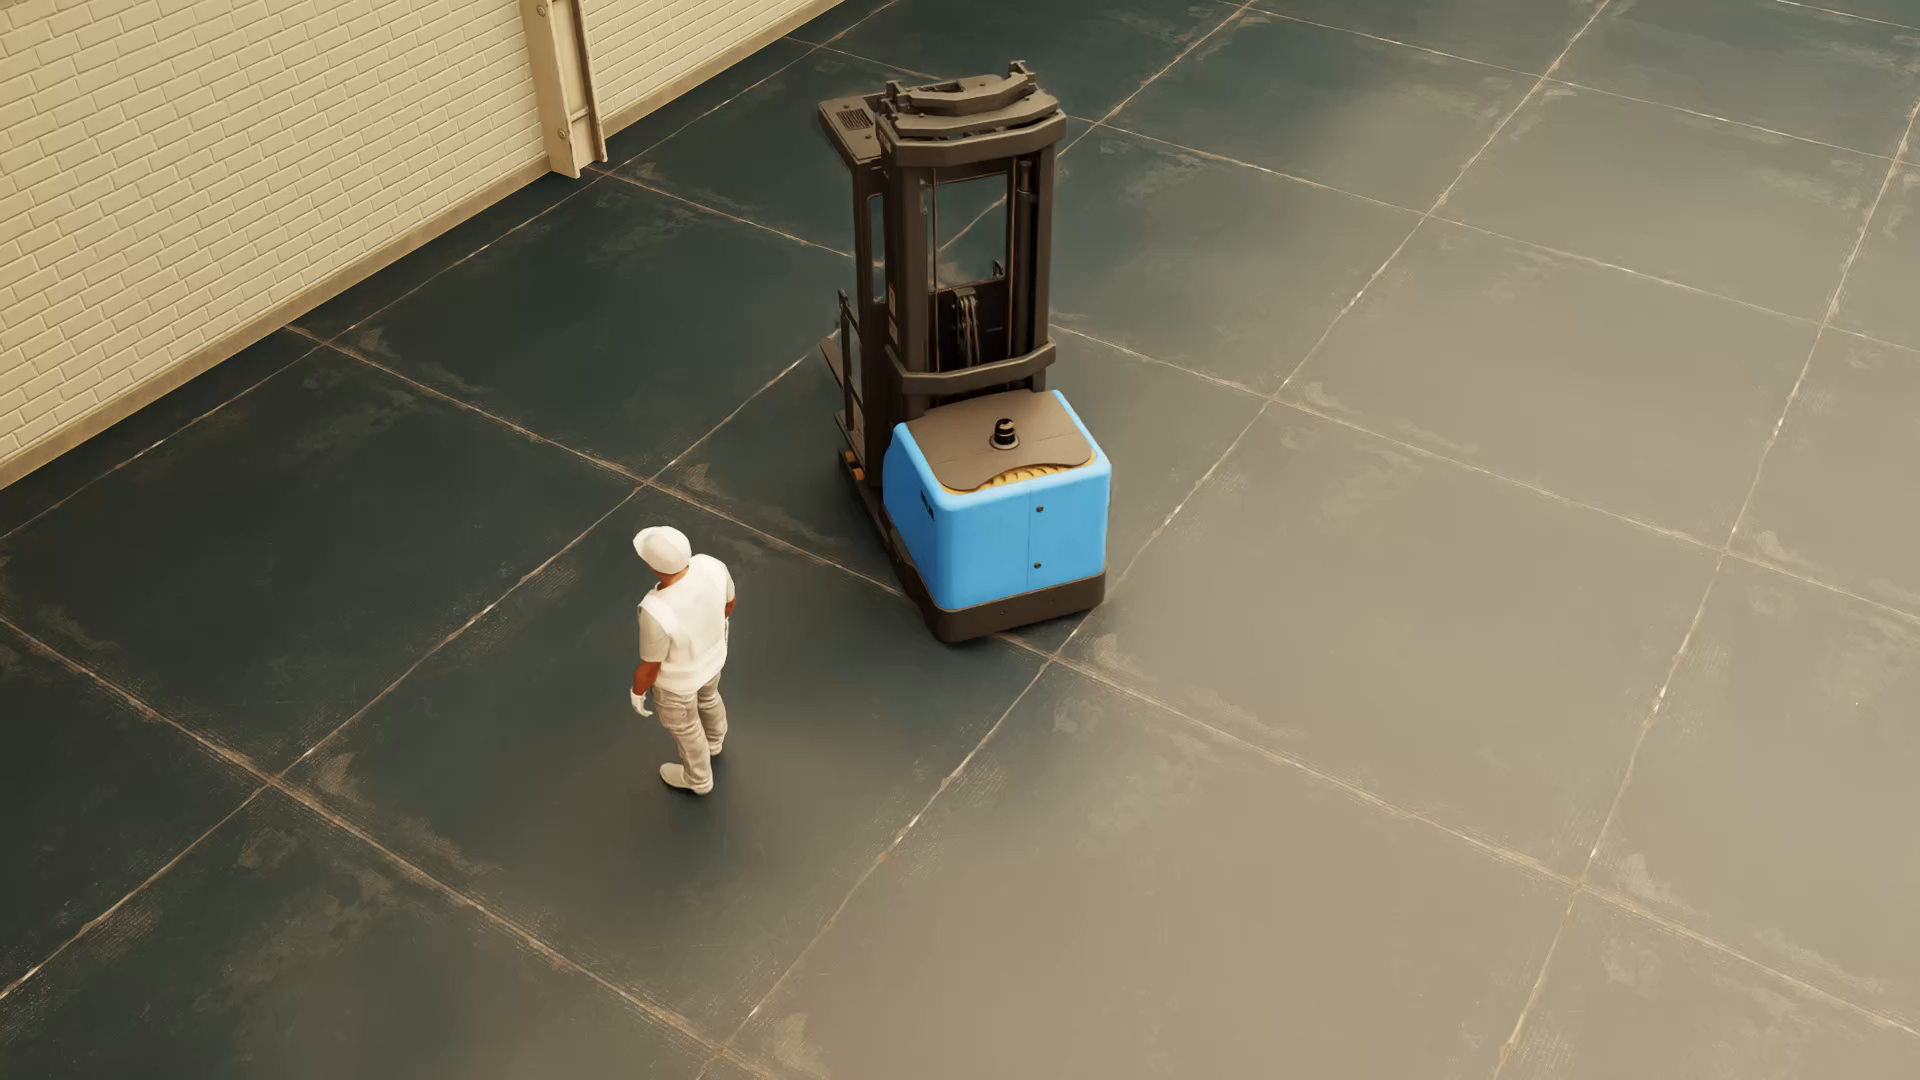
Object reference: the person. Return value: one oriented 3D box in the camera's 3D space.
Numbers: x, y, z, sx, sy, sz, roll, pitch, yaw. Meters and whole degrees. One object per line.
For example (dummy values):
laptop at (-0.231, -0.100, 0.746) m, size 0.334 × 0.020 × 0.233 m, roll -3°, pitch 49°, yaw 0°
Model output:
person at (-1.413, 0.568, 8.177) m, size 0.576 × 1.786 × 0.672 m, roll 24°, pitch 46°, yaw 25°

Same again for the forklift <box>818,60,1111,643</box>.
forklift at (-0.137, -1.497, 9.734) m, size 1.130 × 2.935 × 3.031 m, roll -13°, pitch 42°, yaw -15°
